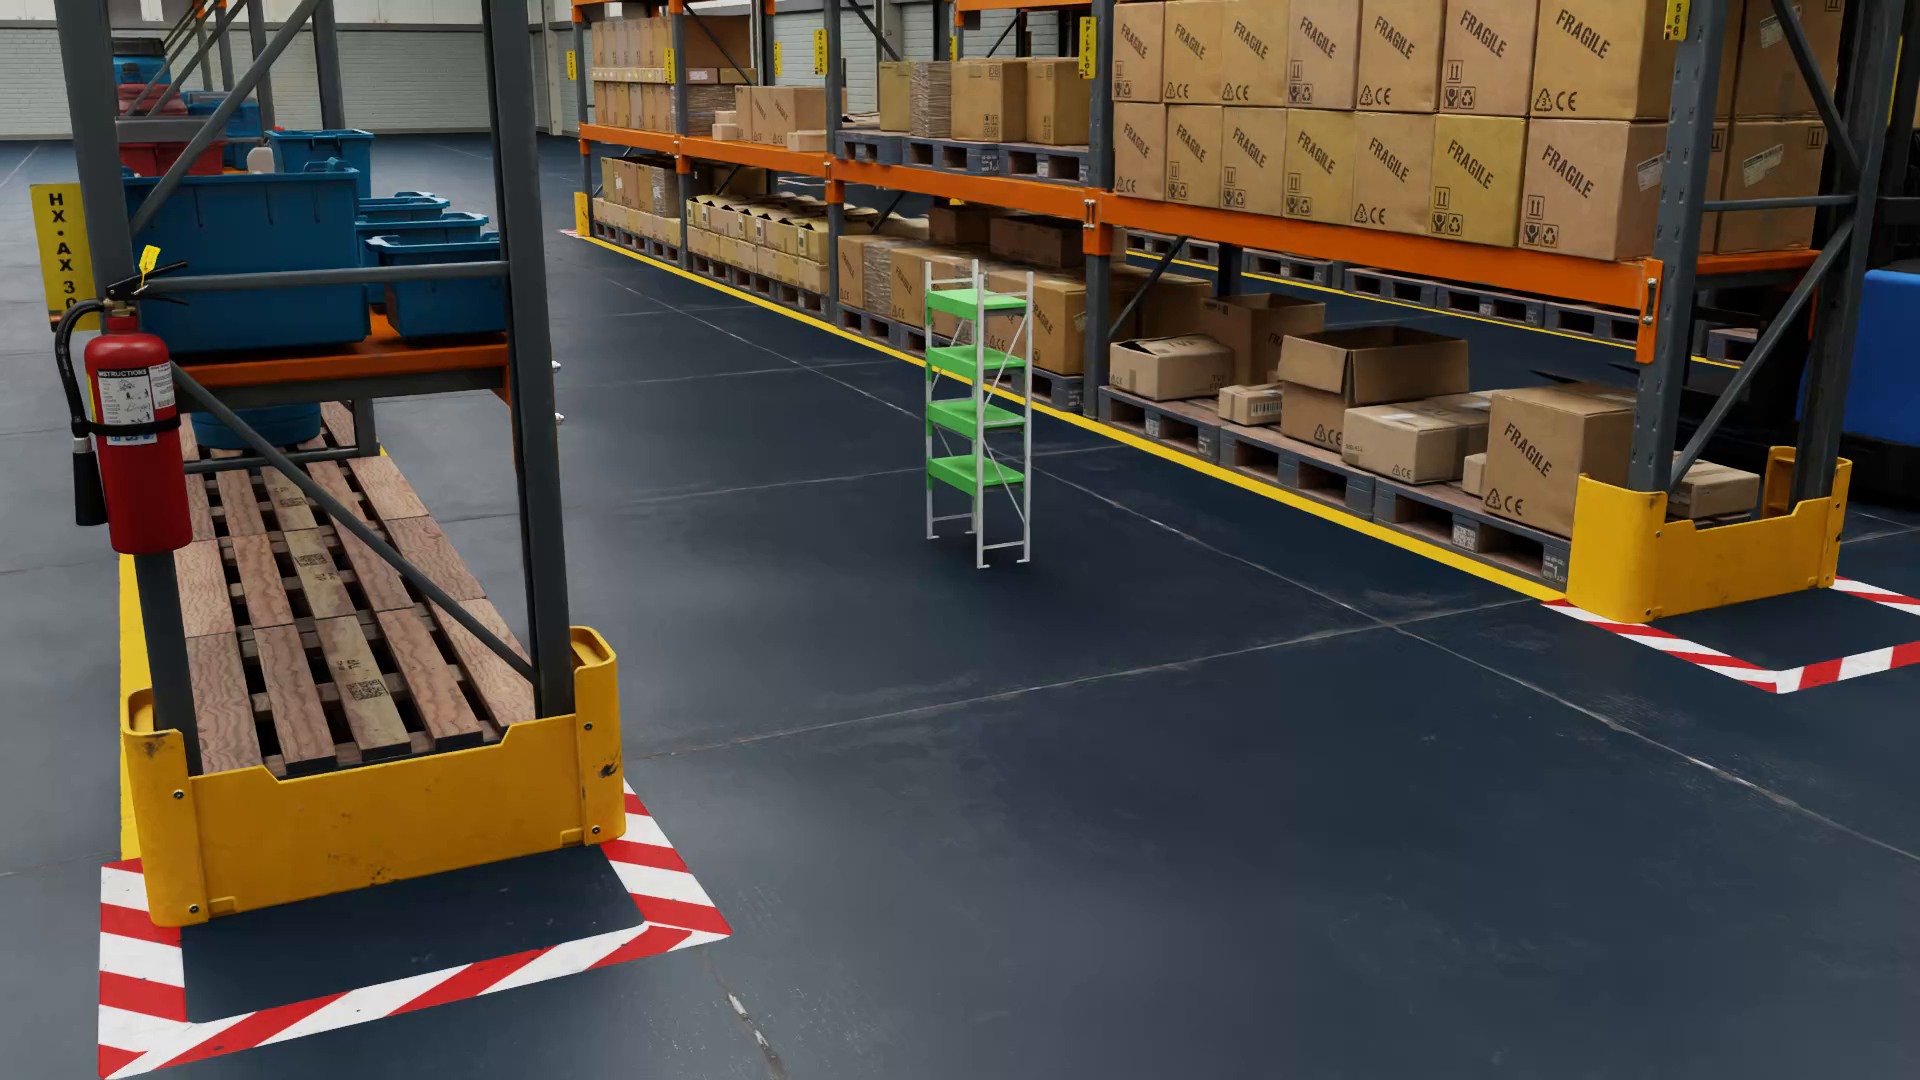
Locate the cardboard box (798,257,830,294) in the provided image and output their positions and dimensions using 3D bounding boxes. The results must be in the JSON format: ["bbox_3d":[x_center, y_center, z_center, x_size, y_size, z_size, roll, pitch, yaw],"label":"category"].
[{"bbox_3d":[-1.005,-2.183,13.642,0.500,0.250,0.500,-7,18,-24],"label":"cardboard box"}]

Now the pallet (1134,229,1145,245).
[{"bbox_3d":[1.818,-3.615,19.464,1.003,0.211,1.213,-8,18,-25],"label":"pallet"}]

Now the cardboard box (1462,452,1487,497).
[{"bbox_3d":[2.393,-0.284,7.140,0.380,0.166,0.250,-8,18,-25],"label":"cardboard box"}]

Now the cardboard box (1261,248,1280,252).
[{"bbox_3d":[3.412,-3.125,16.436,0.700,0.500,0.500,-8,18,-25],"label":"cardboard box"}]

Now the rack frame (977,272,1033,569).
[{"bbox_3d":[0.179,-0.475,6.731,0.240,1.200,0.015,-8,18,-25],"label":"rack frame"}]

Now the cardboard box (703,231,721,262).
[{"bbox_3d":[-2.131,-2.817,15.851,0.500,0.250,0.500,-7,18,-24],"label":"cardboard box"}]

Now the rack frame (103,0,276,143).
[{"bbox_3d":[-5.010,-2.604,10.886,1.000,3.000,0.127,-8,18,-25],"label":"rack frame"}]

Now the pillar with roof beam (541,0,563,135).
[{"bbox_3d":[-15.537,-15.518,45.011,9.100,9.000,0.400,-8,18,-25],"label":"pillar with roof beam"}]

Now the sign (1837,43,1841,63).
[{"bbox_3d":[6.147,-3.331,11.706,0.100,0.325,0.005,-8,18,-25],"label":"sign"}]

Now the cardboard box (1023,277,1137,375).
[{"bbox_3d":[0.723,-1.307,10.102,0.500,0.500,0.500,-8,18,-25],"label":"cardboard box"}]

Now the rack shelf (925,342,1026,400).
[{"bbox_3d":[0.073,-0.705,6.894,0.258,0.148,0.480,-8,18,-25],"label":"rack shelf"}]

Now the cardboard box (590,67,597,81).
[{"bbox_3d":[-4.082,-5.422,19.348,0.380,0.149,0.250,-8,18,-25],"label":"cardboard box"}]

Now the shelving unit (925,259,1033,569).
[{"bbox_3d":[0.073,-0.536,6.942,0.258,1.200,0.503,-8,18,-25],"label":"shelving unit"}]

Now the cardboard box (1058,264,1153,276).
[{"bbox_3d":[0.960,-1.500,10.774,0.500,0.500,0.500,-7,18,-24],"label":"cardboard box"}]

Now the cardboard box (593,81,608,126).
[{"bbox_3d":[-3.867,-5.116,19.459,0.700,0.500,0.500,-8,18,-25],"label":"cardboard box"}]

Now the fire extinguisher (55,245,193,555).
[{"bbox_3d":[-1.848,-0.311,3.714,0.296,0.674,0.183,-8,18,-25],"label":"fire extinguisher"}]

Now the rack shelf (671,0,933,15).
[{"bbox_3d":[-1.432,-4.793,14.382,1.077,0.370,4.000,-8,18,-25],"label":"rack shelf"}]

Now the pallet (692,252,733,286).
[{"bbox_3d":[-1.950,-2.675,16.190,1.003,0.211,1.213,-8,18,-25],"label":"pallet"}]

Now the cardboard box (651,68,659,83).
[{"bbox_3d":[-2.959,-4.786,17.133,0.380,0.149,0.250,-8,18,-25],"label":"cardboard box"}]

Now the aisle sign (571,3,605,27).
[{"bbox_3d":[-4.364,-6.414,19.450,0.394,0.787,0.004,-8,18,-25],"label":"aisle sign"}]

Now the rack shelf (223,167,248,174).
[{"bbox_3d":[-5.886,-2.754,12.714,1.077,0.370,4.000,-8,18,-25],"label":"rack shelf"}]

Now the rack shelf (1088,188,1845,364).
[{"bbox_3d":[2.073,-1.368,7.884,1.077,0.370,4.000,-8,18,-25],"label":"rack shelf"}]

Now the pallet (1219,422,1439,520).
[{"bbox_3d":[2.035,-0.396,8.248,1.003,0.211,1.213,-8,18,-25],"label":"pallet"}]

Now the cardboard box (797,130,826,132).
[{"bbox_3d":[-1.165,-3.390,14.082,0.380,0.149,0.250,-6,17,-21],"label":"cardboard box"}]

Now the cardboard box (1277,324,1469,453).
[{"bbox_3d":[2.025,-0.756,8.175,0.797,0.503,0.637,-8,18,-25],"label":"cardboard box"}]

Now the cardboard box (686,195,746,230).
[{"bbox_3d":[-2.351,-3.210,16.207,0.500,0.311,0.500,-8,18,-25],"label":"cardboard box"}]

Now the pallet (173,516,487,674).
[{"bbox_3d":[-2.362,0.209,6.140,1.003,0.211,1.213,-8,18,-25],"label":"pallet"}]

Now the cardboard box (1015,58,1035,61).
[{"bbox_3d":[0.995,-5.549,20.025,0.500,0.500,0.500,-7,17,-23],"label":"cardboard box"}]

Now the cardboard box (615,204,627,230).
[{"bbox_3d":[-3.584,-3.658,18.783,0.500,0.250,0.500,-8,18,-25],"label":"cardboard box"}]

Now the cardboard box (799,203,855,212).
[{"bbox_3d":[-1.206,-2.900,15.125,0.500,0.311,0.500,-8,18,-26],"label":"cardboard box"}]

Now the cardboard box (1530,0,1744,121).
[{"bbox_3d":[2.507,-1.824,6.173,0.500,0.500,0.500,-8,18,-25],"label":"cardboard box"}]

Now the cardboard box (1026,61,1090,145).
[{"bbox_3d":[0.832,-2.767,10.512,0.700,0.500,0.500,-5,17,-16],"label":"cardboard box"}]

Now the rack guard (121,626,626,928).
[{"bbox_3d":[-1.483,0.586,4.303,1.175,0.500,0.348,-8,18,-25],"label":"rack guard"}]

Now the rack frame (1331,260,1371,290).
[{"bbox_3d":[3.896,-3.801,15.058,1.000,3.000,0.127,-8,18,-25],"label":"rack frame"}]

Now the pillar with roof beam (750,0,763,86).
[{"bbox_3d":[-7.652,-11.055,29.458,9.100,9.000,0.400,-8,18,-25],"label":"pillar with roof beam"}]

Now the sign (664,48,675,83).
[{"bbox_3d":[-2.806,-4.580,16.060,0.100,0.325,0.005,-8,18,-25],"label":"sign"}]

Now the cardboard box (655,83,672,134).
[{"bbox_3d":[-2.745,-4.481,17.245,0.700,0.500,0.500,-8,18,-25],"label":"cardboard box"}]

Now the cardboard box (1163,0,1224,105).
[{"bbox_3d":[1.377,-2.460,8.390,0.500,0.500,0.500,-8,18,-27],"label":"cardboard box"}]

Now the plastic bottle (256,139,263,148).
[{"bbox_3d":[-3.997,-2.152,9.524,0.061,0.283,0.133,-8,18,-25],"label":"plastic bottle"}]

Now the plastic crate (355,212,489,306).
[{"bbox_3d":[-1.606,-0.833,4.909,0.416,0.233,0.300,-8,18,-25],"label":"plastic crate"}]

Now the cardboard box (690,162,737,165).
[{"bbox_3d":[-2.668,-3.835,18.039,0.500,0.500,0.500,-8,18,-25],"label":"cardboard box"}]

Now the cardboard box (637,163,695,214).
[{"bbox_3d":[-3.138,-3.771,17.819,0.500,0.500,0.500,-8,18,-25],"label":"cardboard box"}]

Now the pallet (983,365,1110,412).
[{"bbox_3d":[0.807,-1.066,10.584,1.003,0.211,1.213,-8,18,-25],"label":"pallet"}]

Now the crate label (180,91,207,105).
[{"bbox_3d":[-7.465,-4.181,16.317,0.502,0.435,0.616,-8,18,-25],"label":"crate label"}]

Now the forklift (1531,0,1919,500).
[{"bbox_3d":[4.377,-1.875,8.470,1.130,2.935,3.031,-7,18,-24],"label":"forklift"}]

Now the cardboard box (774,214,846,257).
[{"bbox_3d":[-1.240,-2.579,14.008,0.500,0.311,0.500,-8,18,-26],"label":"cardboard box"}]

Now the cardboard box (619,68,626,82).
[{"bbox_3d":[-3.516,-5.103,18.236,0.380,0.149,0.250,-8,18,-26],"label":"cardboard box"}]

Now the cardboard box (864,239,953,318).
[{"bbox_3d":[-0.379,-1.935,12.289,0.500,0.500,0.500,-8,18,-27],"label":"cardboard box"}]

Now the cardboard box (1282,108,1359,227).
[{"bbox_3d":[1.844,-1.722,7.631,0.500,0.500,0.500,-8,18,-26],"label":"cardboard box"}]

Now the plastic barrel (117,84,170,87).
[{"bbox_3d":[-6.540,-3.397,13.405,0.433,0.535,0.433,0,16,0],"label":"plastic barrel"}]

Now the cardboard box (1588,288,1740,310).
[{"bbox_3d":[5.247,-2.123,12.347,0.750,0.750,0.750,-7,18,-24],"label":"cardboard box"}]

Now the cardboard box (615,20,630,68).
[{"bbox_3d":[-3.387,-5.472,18.347,0.700,0.500,0.500,-8,18,-25],"label":"cardboard box"}]

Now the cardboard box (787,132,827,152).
[{"bbox_3d":[-1.198,-3.270,13.664,0.380,0.149,0.250,-8,18,-25],"label":"cardboard box"}]
